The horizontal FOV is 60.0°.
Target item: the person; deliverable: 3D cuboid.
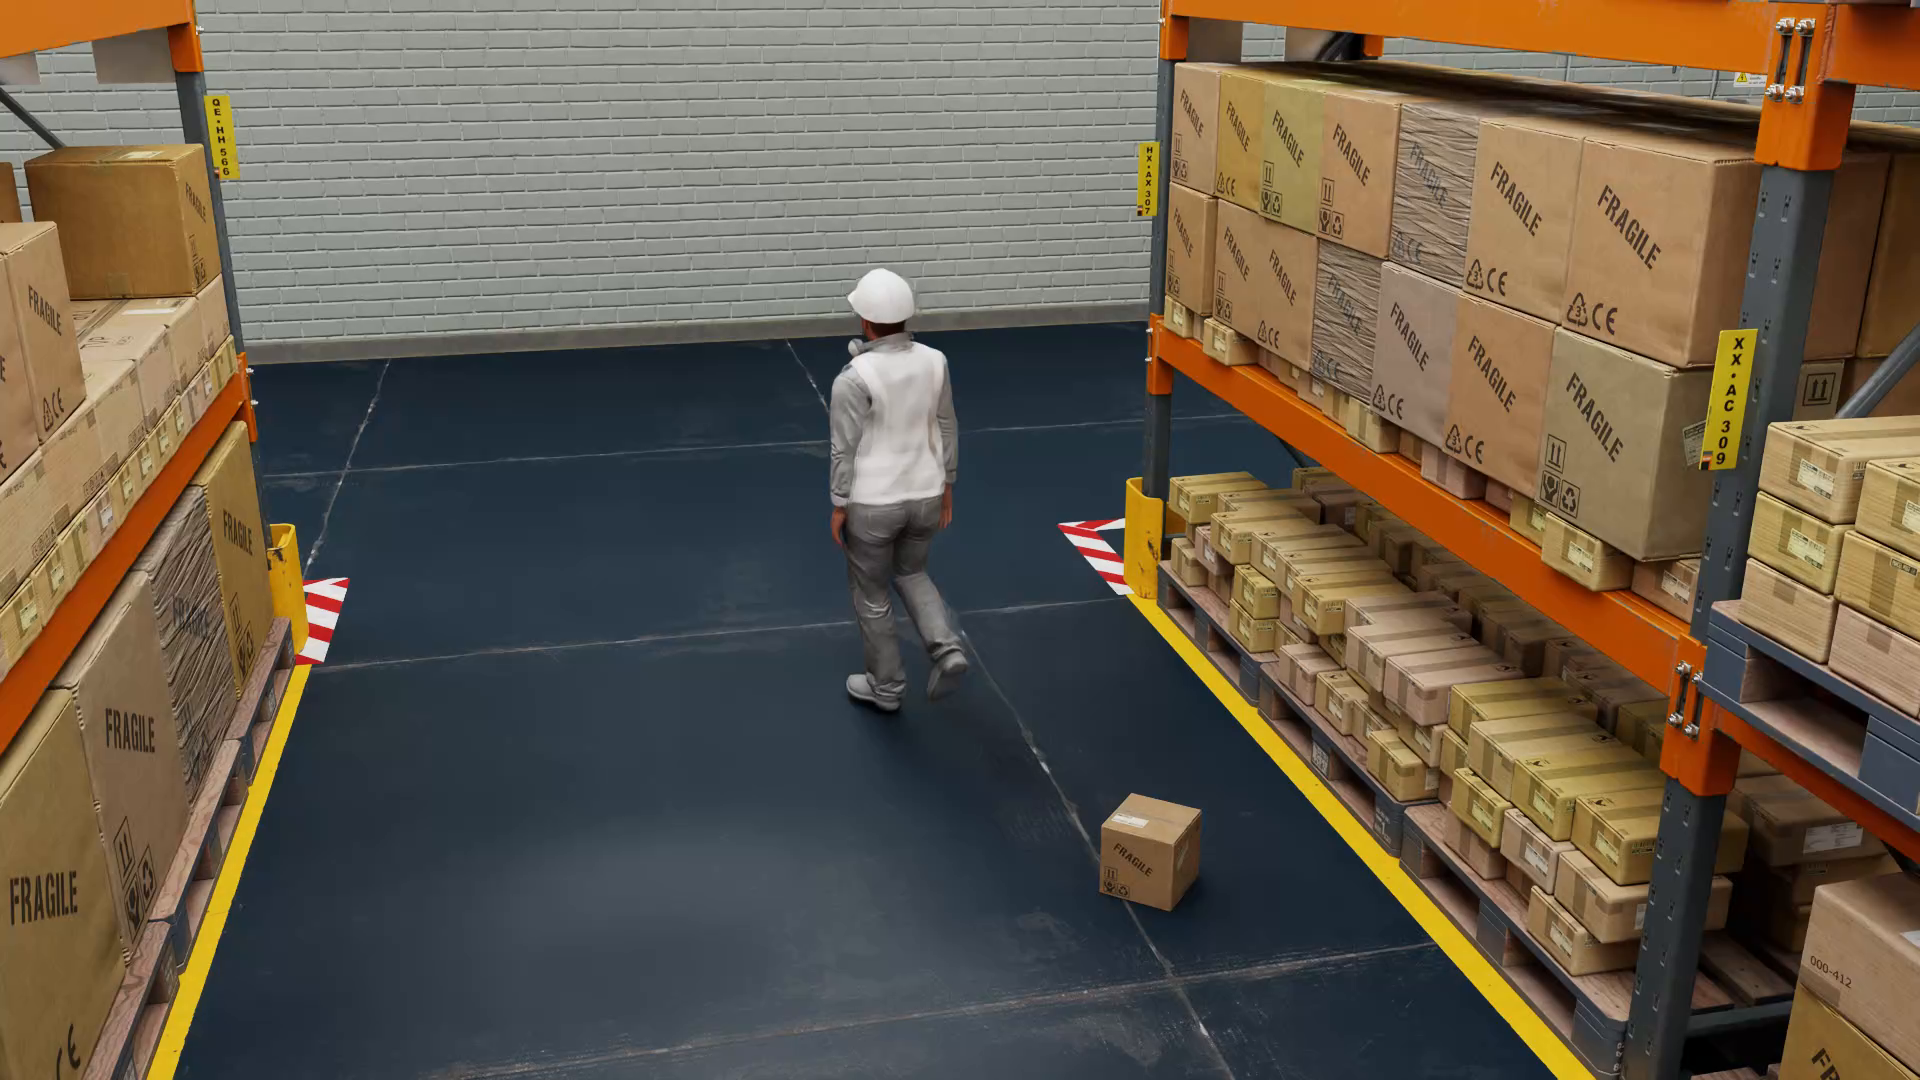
[{"bbox_3d":[-0.232,-0.163,6.419,0.547,1.763,0.556,-14,24,-35],"label":"person"}]
